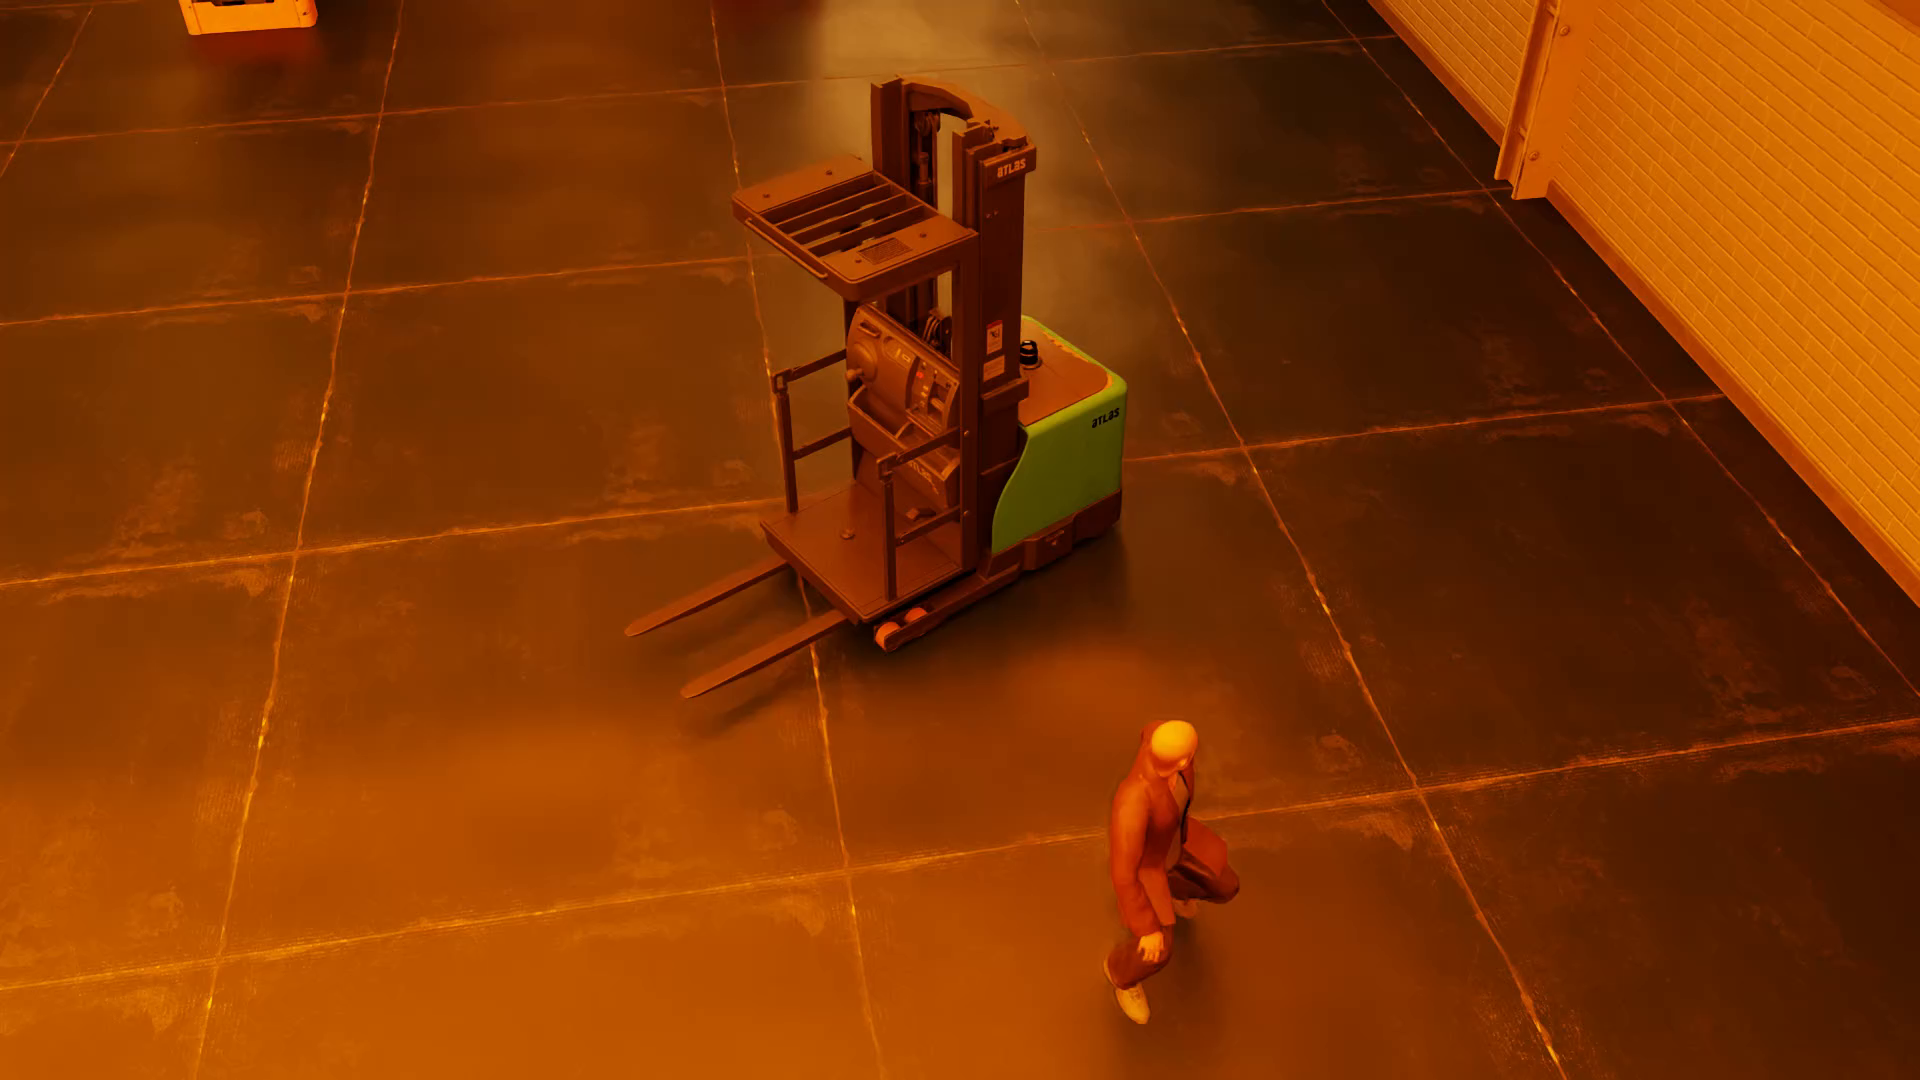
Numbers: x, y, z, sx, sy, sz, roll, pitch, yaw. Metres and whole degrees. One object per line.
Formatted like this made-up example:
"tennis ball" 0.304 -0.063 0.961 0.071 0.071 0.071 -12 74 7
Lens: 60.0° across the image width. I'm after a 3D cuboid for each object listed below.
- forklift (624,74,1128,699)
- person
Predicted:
"forklift" -0.481 -0.873 8.985 3.031 2.935 1.130 -27 47 -28
"person" 0.890 1.374 7.349 0.581 1.670 0.922 29 48 30
